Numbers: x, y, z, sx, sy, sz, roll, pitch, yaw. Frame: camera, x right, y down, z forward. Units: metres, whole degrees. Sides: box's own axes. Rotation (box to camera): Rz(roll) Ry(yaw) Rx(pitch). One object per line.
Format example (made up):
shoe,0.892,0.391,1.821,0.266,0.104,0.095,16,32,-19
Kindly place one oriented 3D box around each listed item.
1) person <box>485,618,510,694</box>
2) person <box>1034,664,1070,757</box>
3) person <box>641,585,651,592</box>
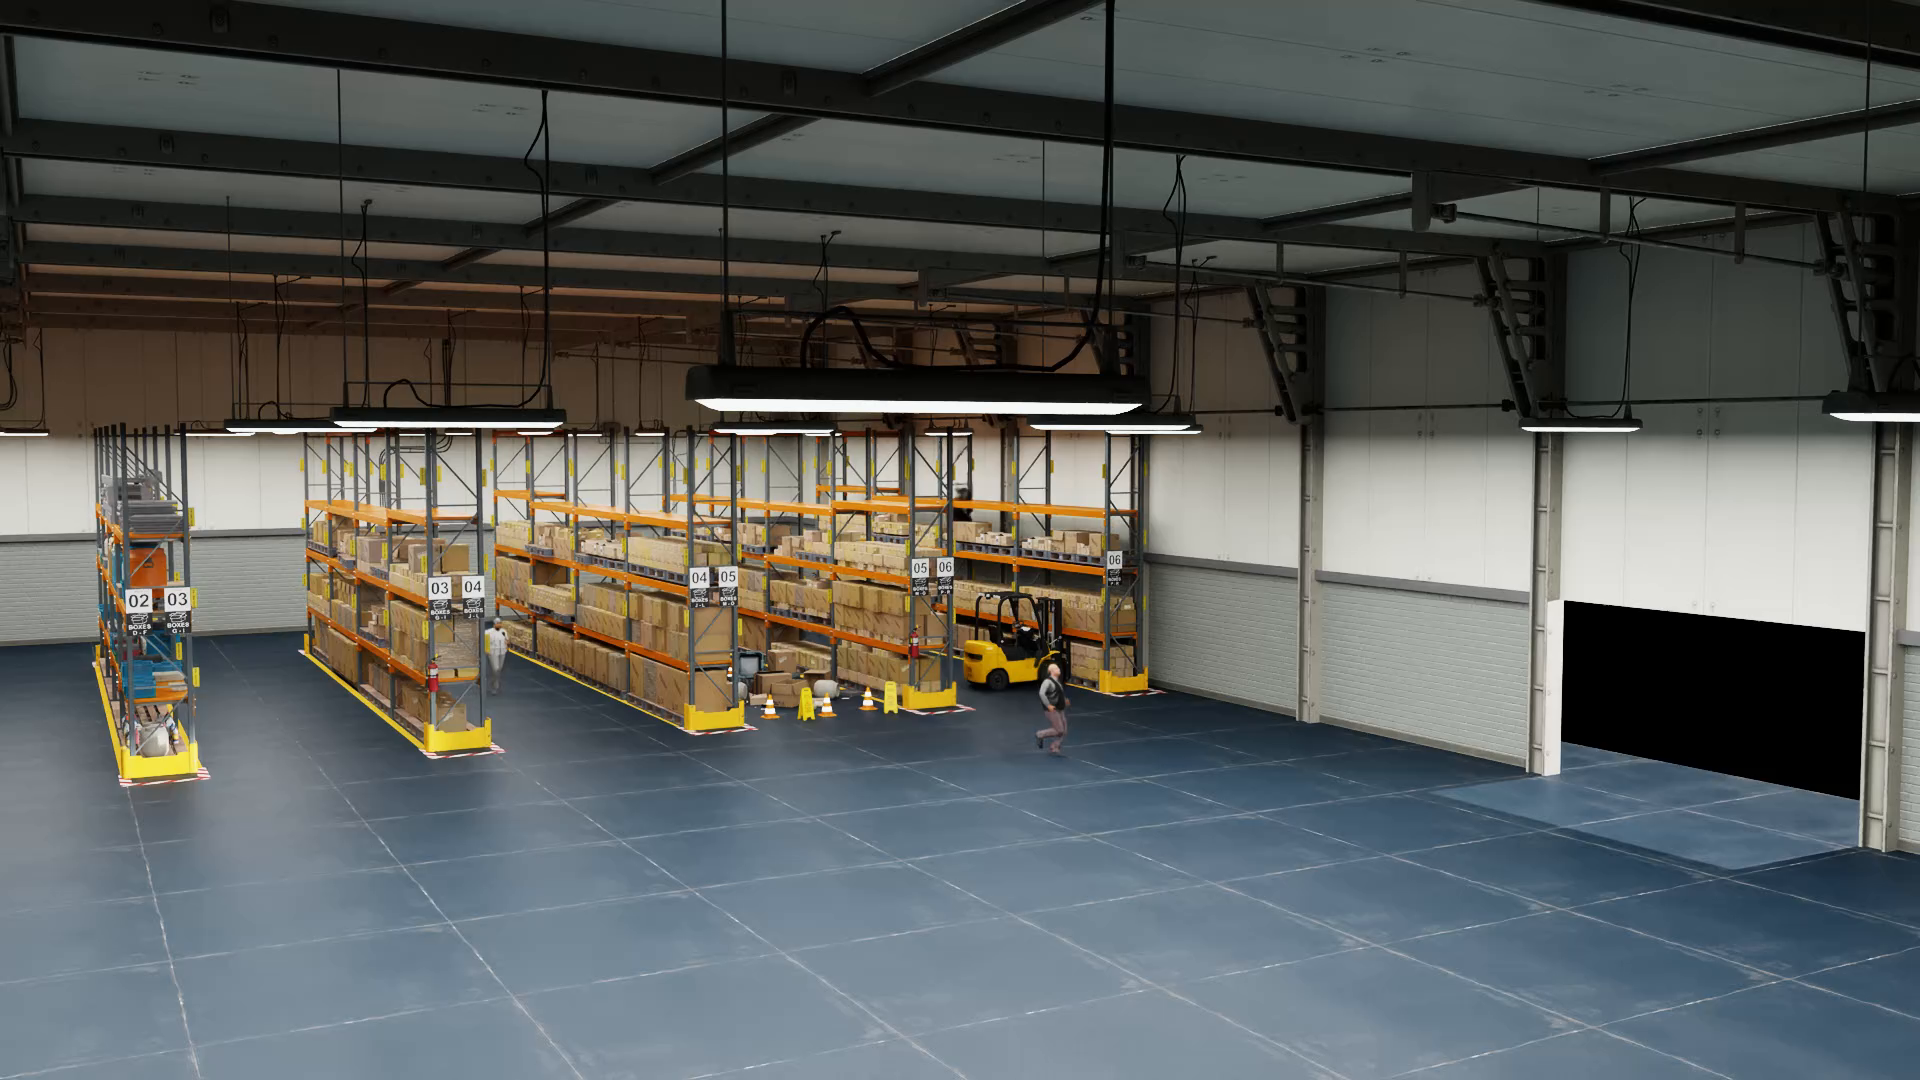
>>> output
person,-10.484,2.622,37.656,0.588,1.731,0.758,-3,5,-41
person,1.666,3.077,30.010,0.581,1.687,0.696,2,4,26
person,-9.412,1.878,50.033,0.867,1.667,0.567,-2,4,-30
